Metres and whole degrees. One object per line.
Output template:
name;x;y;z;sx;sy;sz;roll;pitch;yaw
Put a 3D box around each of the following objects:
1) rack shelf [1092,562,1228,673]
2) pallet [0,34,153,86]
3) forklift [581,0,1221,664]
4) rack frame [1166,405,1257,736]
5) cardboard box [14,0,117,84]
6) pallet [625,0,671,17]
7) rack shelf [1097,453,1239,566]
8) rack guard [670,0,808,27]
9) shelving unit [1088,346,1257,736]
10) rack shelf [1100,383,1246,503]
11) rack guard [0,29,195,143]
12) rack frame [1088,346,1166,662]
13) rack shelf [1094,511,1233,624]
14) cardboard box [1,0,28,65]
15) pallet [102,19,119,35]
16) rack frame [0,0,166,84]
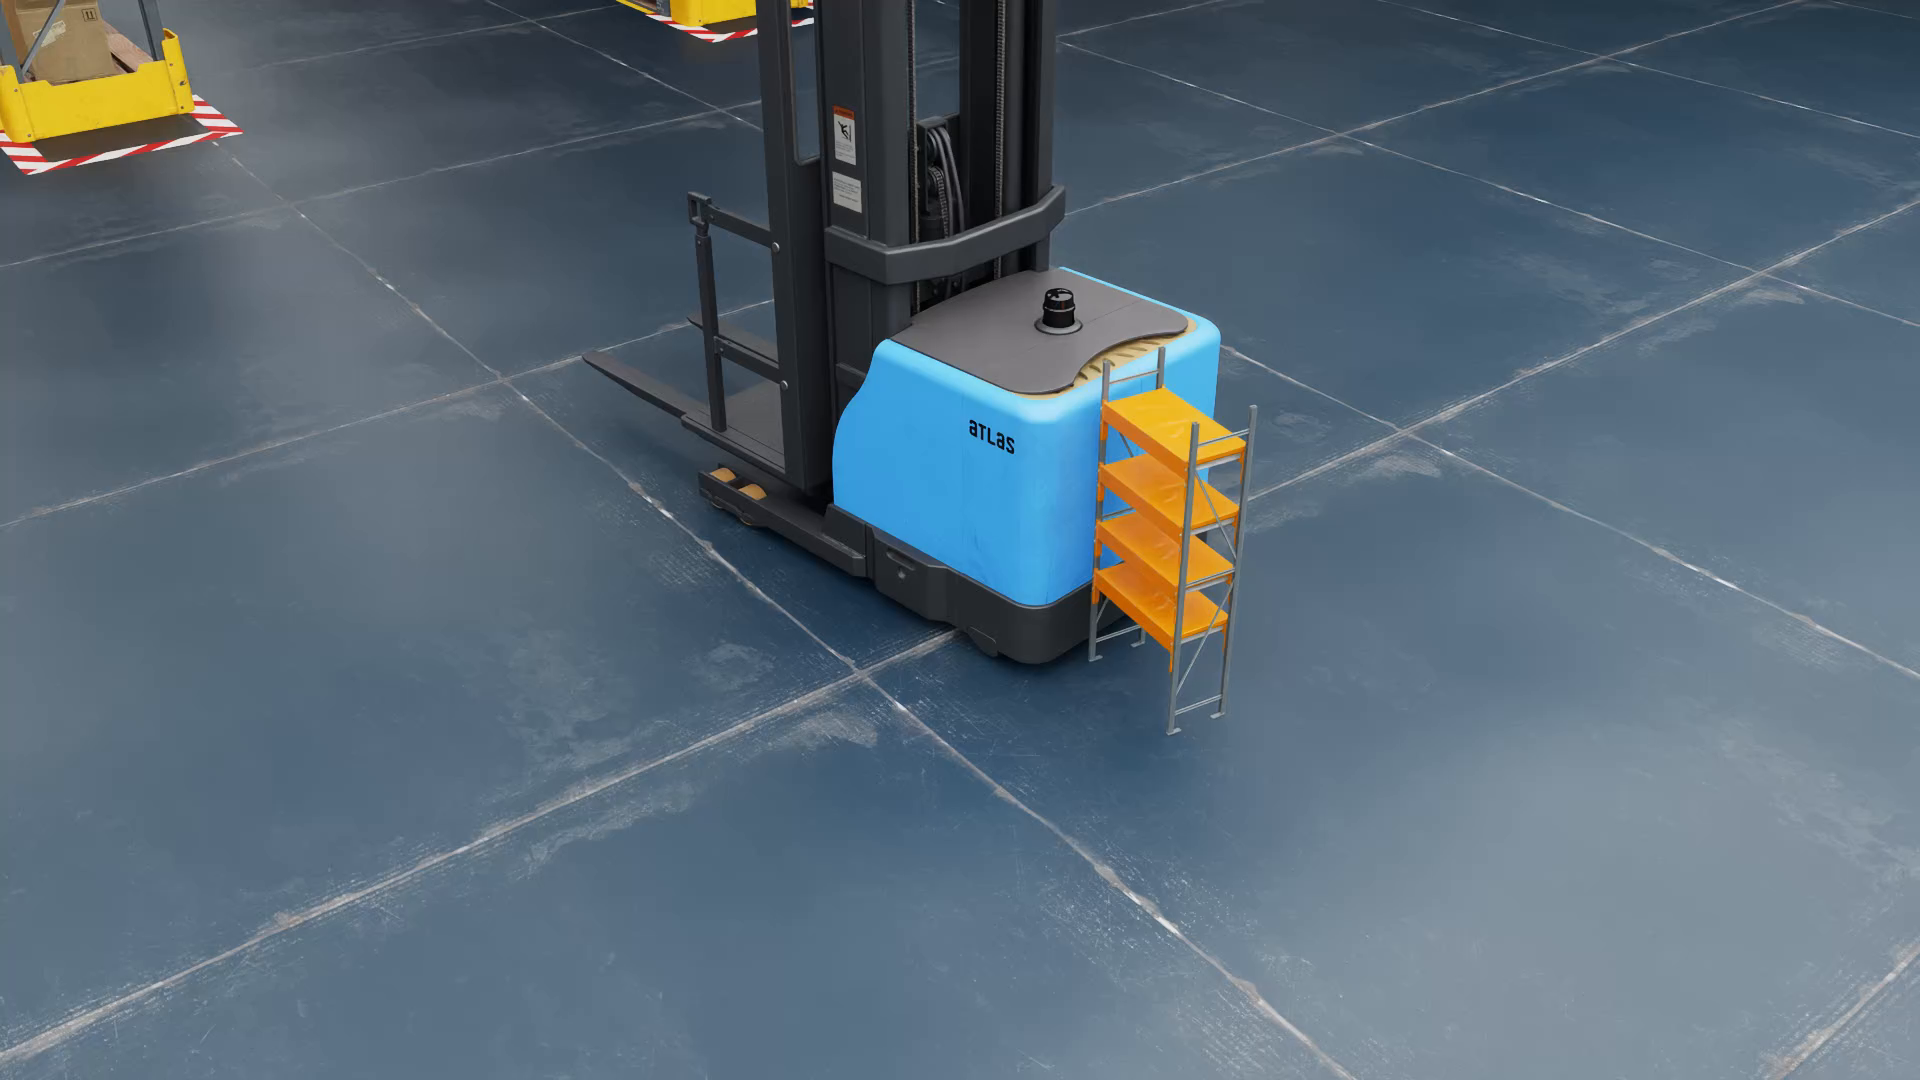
rack shelf;0.692;0.239;5.732;0.258;0.148;0.480;-16;35;-25
pallet;-6.332;-3.304;11.870;1.003;0.211;1.213;-22;38;-31
forklift;-0.446;-1.478;6.352;3.031;2.935;1.130;28;41;37
rack frame;0.812;0.125;5.411;0.240;1.200;0.015;-16;35;-25
cardboard box;-6.185;-3.489;11.496;0.500;0.500;0.500;-15;35;-23
pallet;-2.387;-4.793;14.267;1.003;0.211;1.213;-22;38;-31
rack shelf;0.692;-0.120;5.510;0.258;0.148;0.480;-16;35;-25
rack guard;-1.820;-4.598;13.679;1.175;0.500;0.348;-22;38;-31
shelving unit;0.692;0.013;5.592;0.258;1.200;0.503;-16;35;-25
rack shelf;0.692;-0.321;5.385;0.258;0.148;0.480;-16;35;-25
rack guard;-5.862;-3.077;11.230;1.175;0.500;0.348;-22;38;-31
rack frame;0.573;-0.099;5.773;0.240;1.200;0.015;-16;35;-25
rack shelf;0.692;0.070;5.628;0.258;0.148;0.480;-16;35;-25
cardboard box;-6.578;-3.727;11.879;0.500;0.500;0.500;-12;34;-19
pallet;-7.076;-3.812;12.688;1.003;0.211;1.213;-22;38;-31
rack frame;-5.815;-4.107;10.519;1.000;3.000;0.127;-22;38;-31
